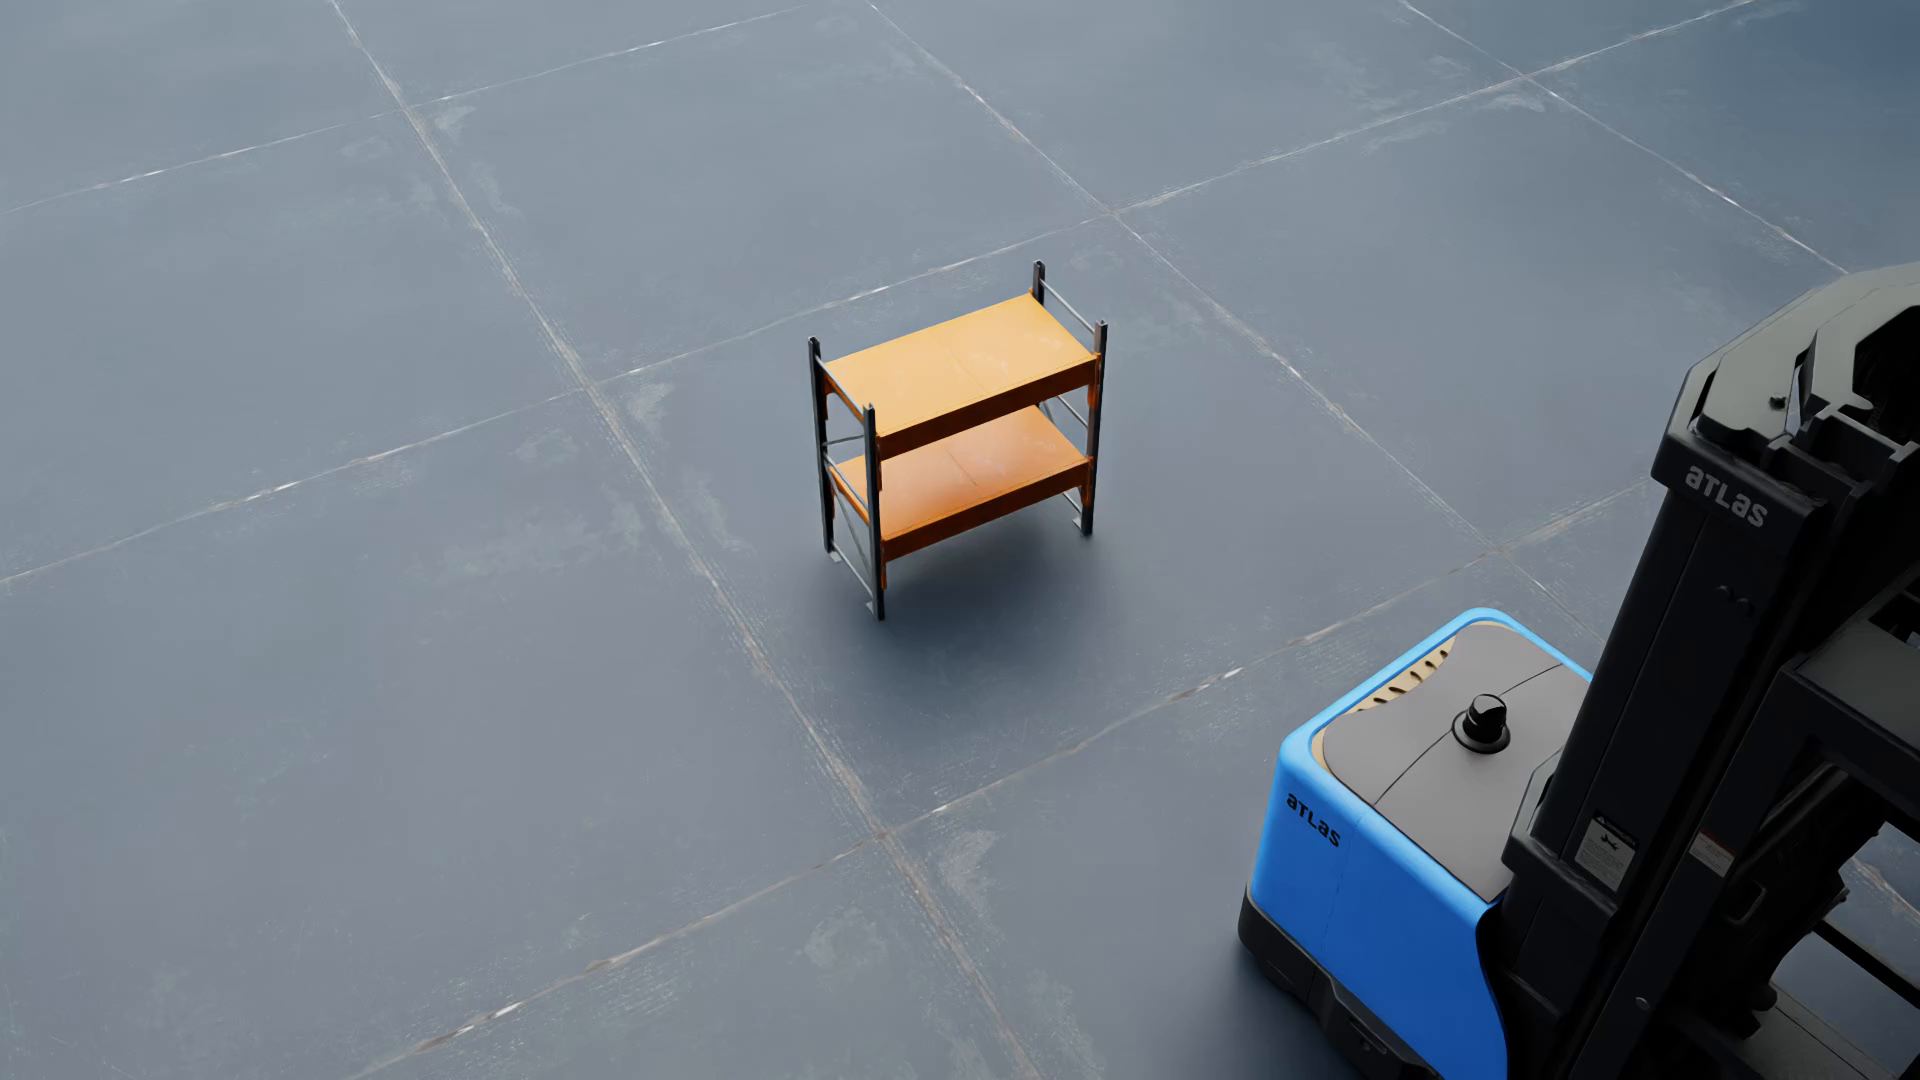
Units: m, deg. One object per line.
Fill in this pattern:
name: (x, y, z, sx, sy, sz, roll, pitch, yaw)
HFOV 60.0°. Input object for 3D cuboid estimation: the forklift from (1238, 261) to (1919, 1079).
forklift: (2.261, 0.926, 4.120, 1.130, 2.935, 3.031, -29, 51, -27)

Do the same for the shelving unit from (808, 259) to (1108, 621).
shelving unit: (-0.006, -0.401, 6.785, 1.048, 1.125, 0.538, -22, 48, -21)

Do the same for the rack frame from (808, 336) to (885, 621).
rack frame: (-0.447, -0.225, 6.603, 0.032, 1.125, 0.500, -22, 48, -21)

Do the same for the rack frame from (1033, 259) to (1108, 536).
rack frame: (0.435, -0.578, 6.967, 0.032, 1.125, 0.500, -22, 48, -21)

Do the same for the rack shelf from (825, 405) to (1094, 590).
rack shelf: (-0.006, -0.226, 6.956, 1.000, 0.278, 0.538, -22, 48, -21)

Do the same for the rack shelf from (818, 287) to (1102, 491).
rack shelf: (-0.006, -0.611, 6.581, 1.000, 0.278, 0.538, -22, 48, -21)
